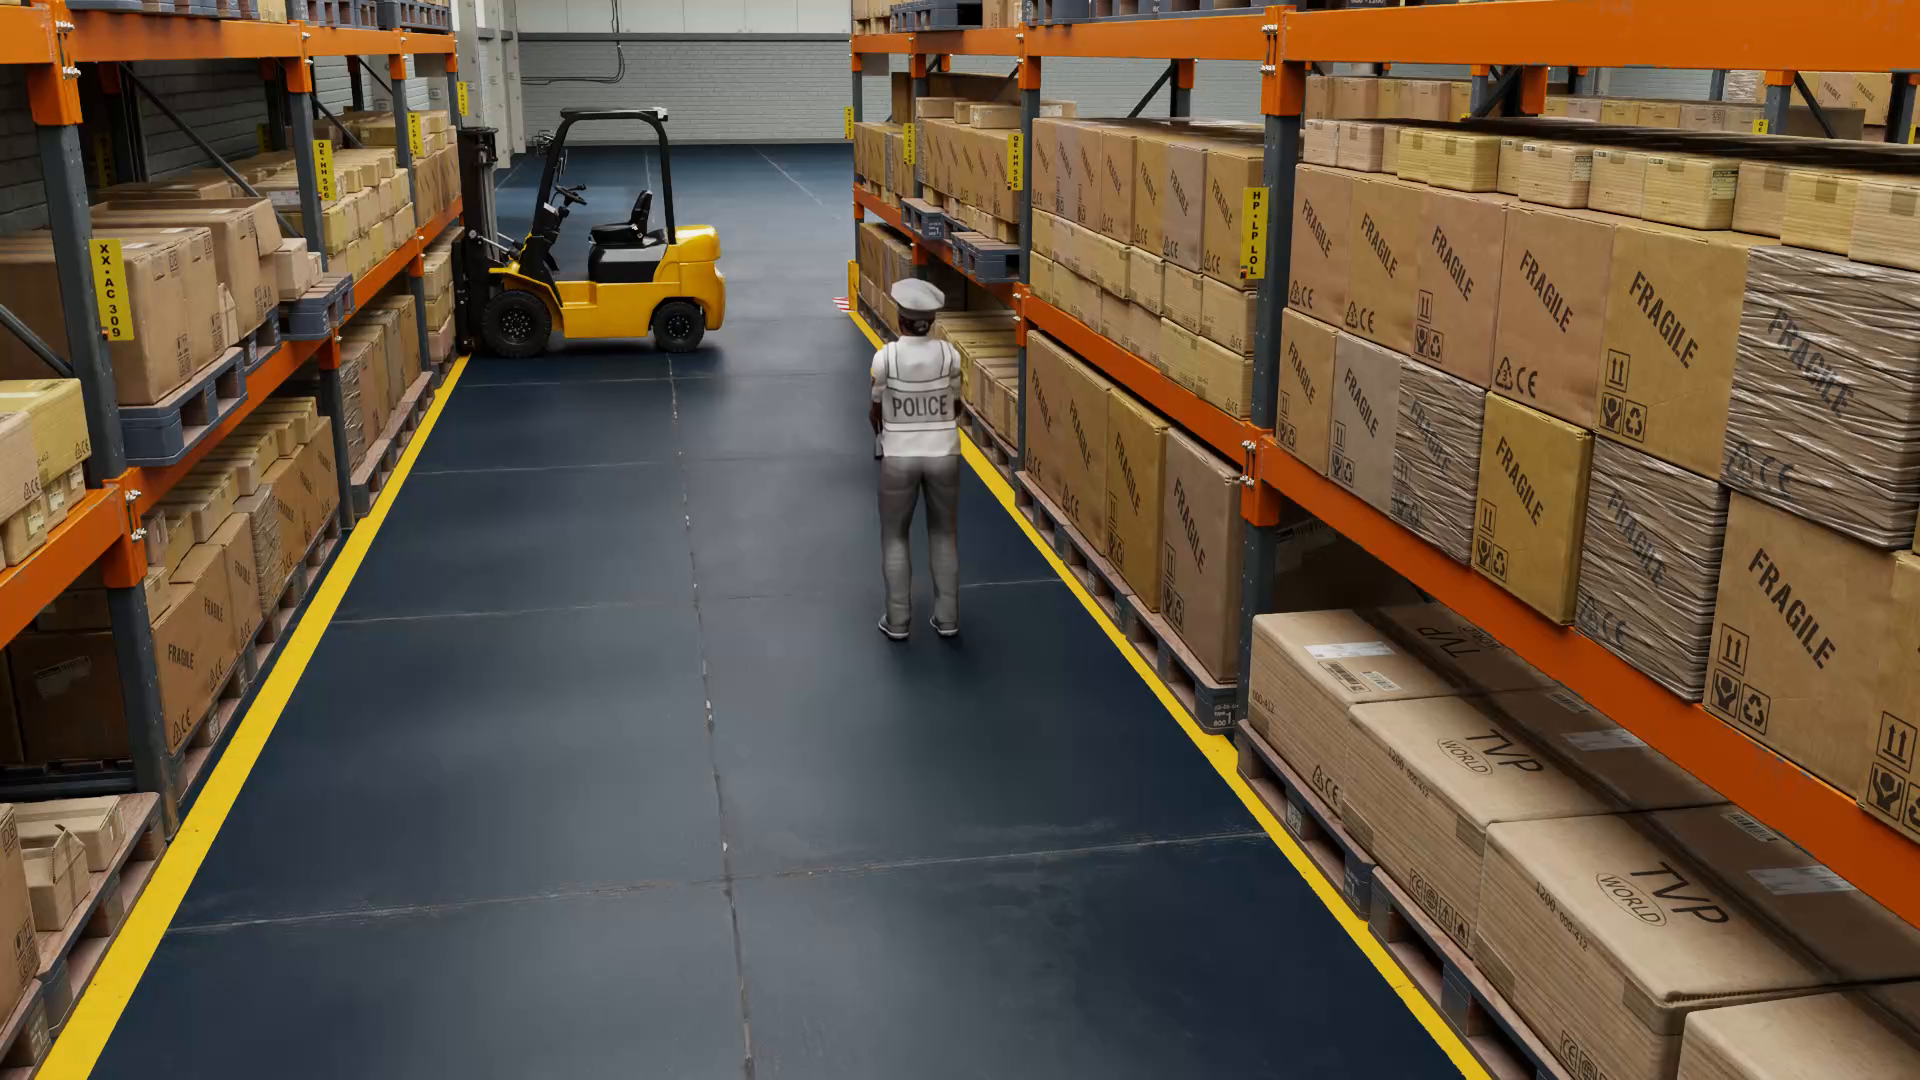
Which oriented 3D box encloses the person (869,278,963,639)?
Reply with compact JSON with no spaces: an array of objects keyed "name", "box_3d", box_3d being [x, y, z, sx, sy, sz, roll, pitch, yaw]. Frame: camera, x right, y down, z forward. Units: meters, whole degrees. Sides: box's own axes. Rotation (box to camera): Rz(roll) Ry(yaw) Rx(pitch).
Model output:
[{"name":"person","box_3d":[-0.210,-0.387,7.808,0.441,1.692,0.517,-3,17,-11]}]
